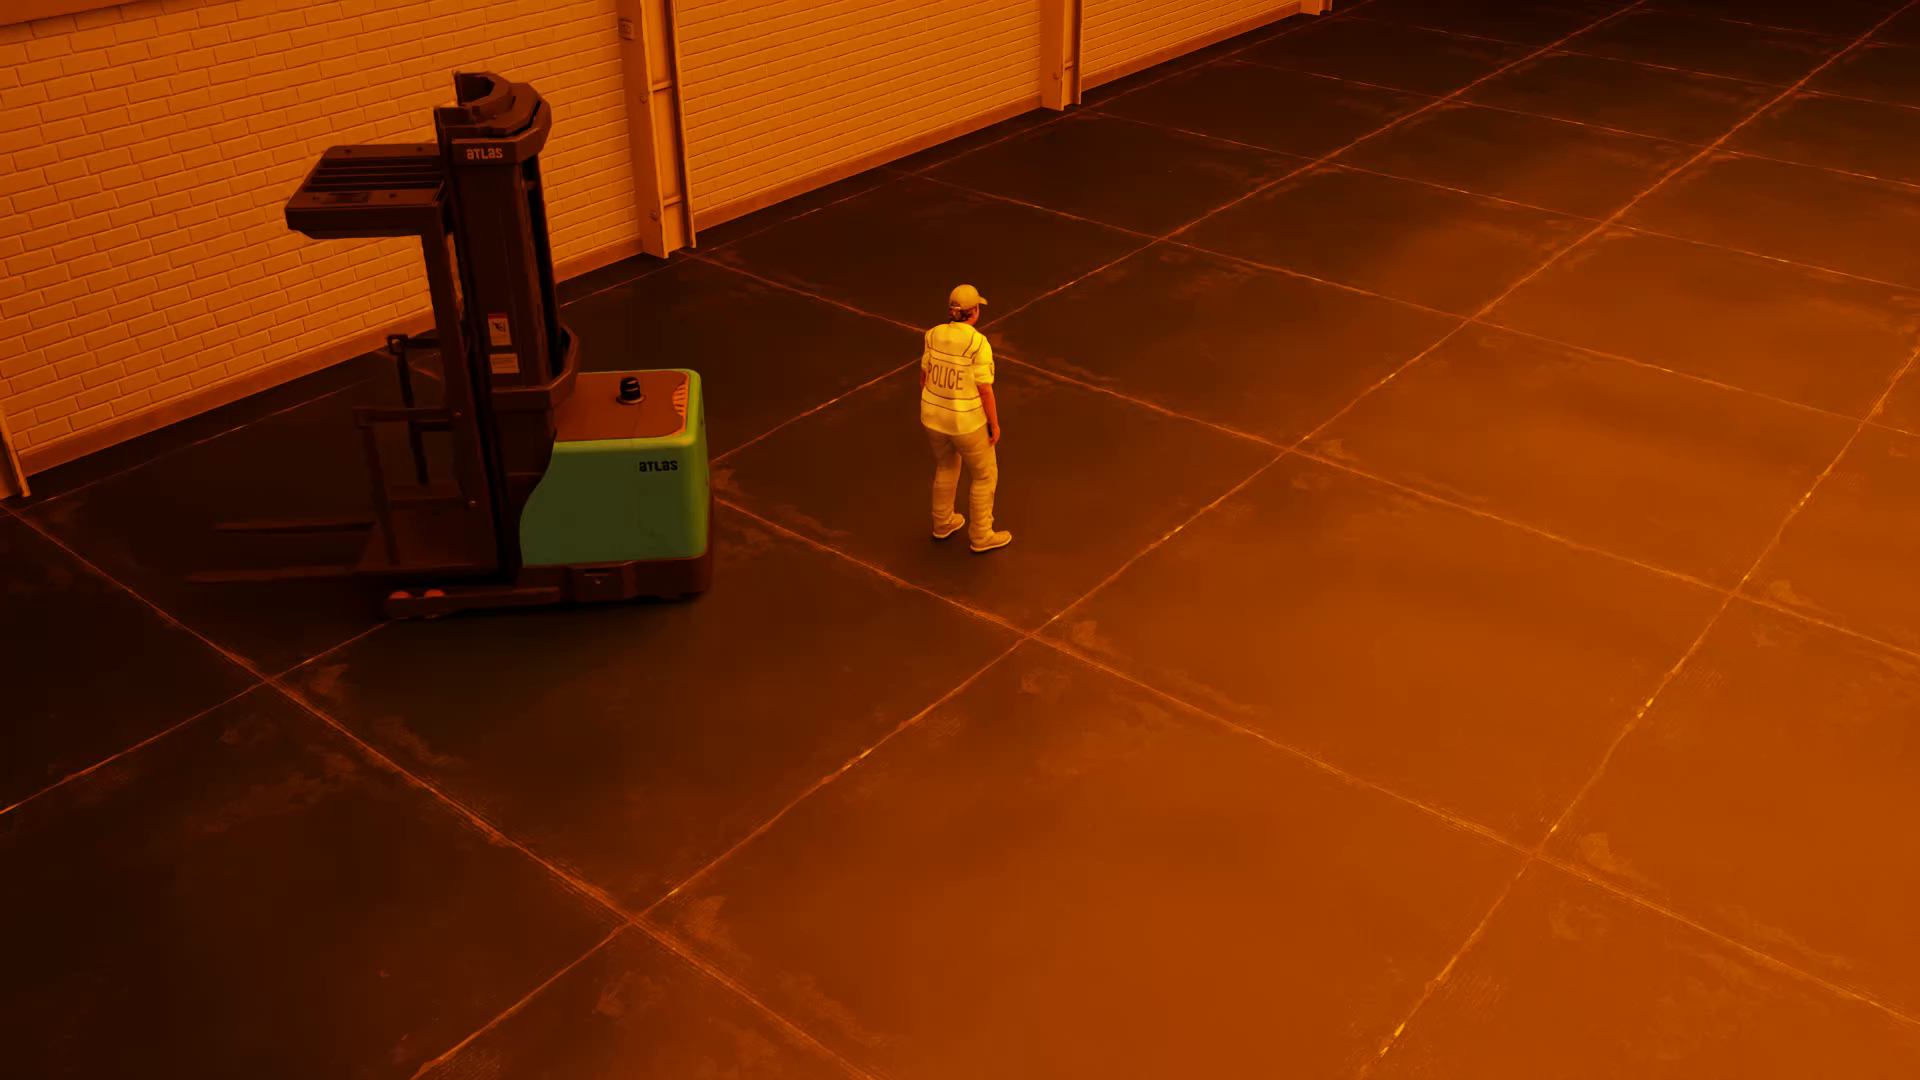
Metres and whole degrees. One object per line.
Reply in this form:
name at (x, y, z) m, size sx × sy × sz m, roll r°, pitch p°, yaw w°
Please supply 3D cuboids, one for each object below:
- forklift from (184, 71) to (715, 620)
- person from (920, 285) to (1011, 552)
forklift at (-3.033, -1.079, 9.441) m, size 3.031 × 2.935 × 1.130 m, roll -3°, pitch 30°, yaw -5°
person at (0.026, -0.737, 10.113) m, size 0.560 × 1.665 × 0.467 m, roll 20°, pitch 36°, yaw 30°
